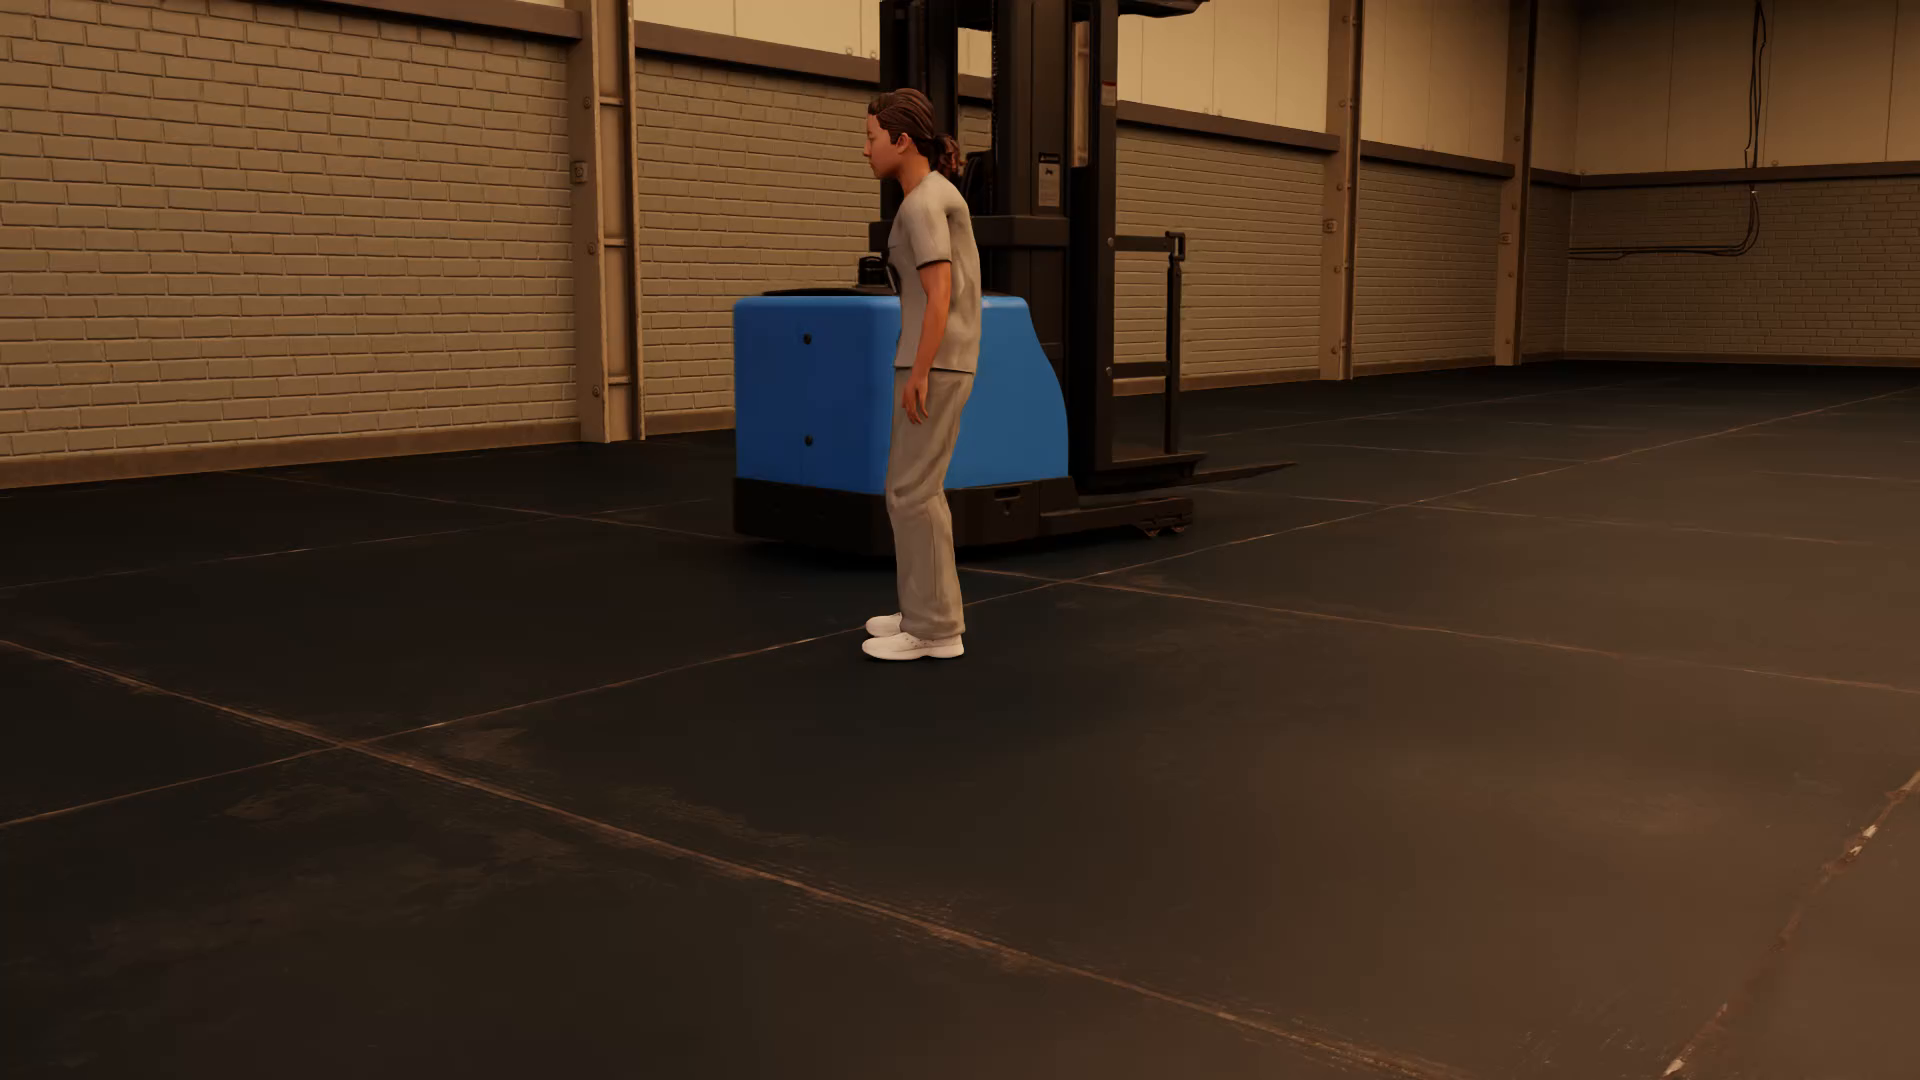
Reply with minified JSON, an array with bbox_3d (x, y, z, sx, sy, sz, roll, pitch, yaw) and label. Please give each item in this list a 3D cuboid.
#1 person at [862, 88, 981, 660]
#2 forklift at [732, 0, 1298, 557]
[{"bbox_3d":[-0.117,-0.486,4.973,0.361,1.667,0.500,0,8,-1],"label":"person"},{"bbox_3d":[0.434,-1.514,7.630,3.031,2.935,1.130,-8,11,-43],"label":"forklift"}]
